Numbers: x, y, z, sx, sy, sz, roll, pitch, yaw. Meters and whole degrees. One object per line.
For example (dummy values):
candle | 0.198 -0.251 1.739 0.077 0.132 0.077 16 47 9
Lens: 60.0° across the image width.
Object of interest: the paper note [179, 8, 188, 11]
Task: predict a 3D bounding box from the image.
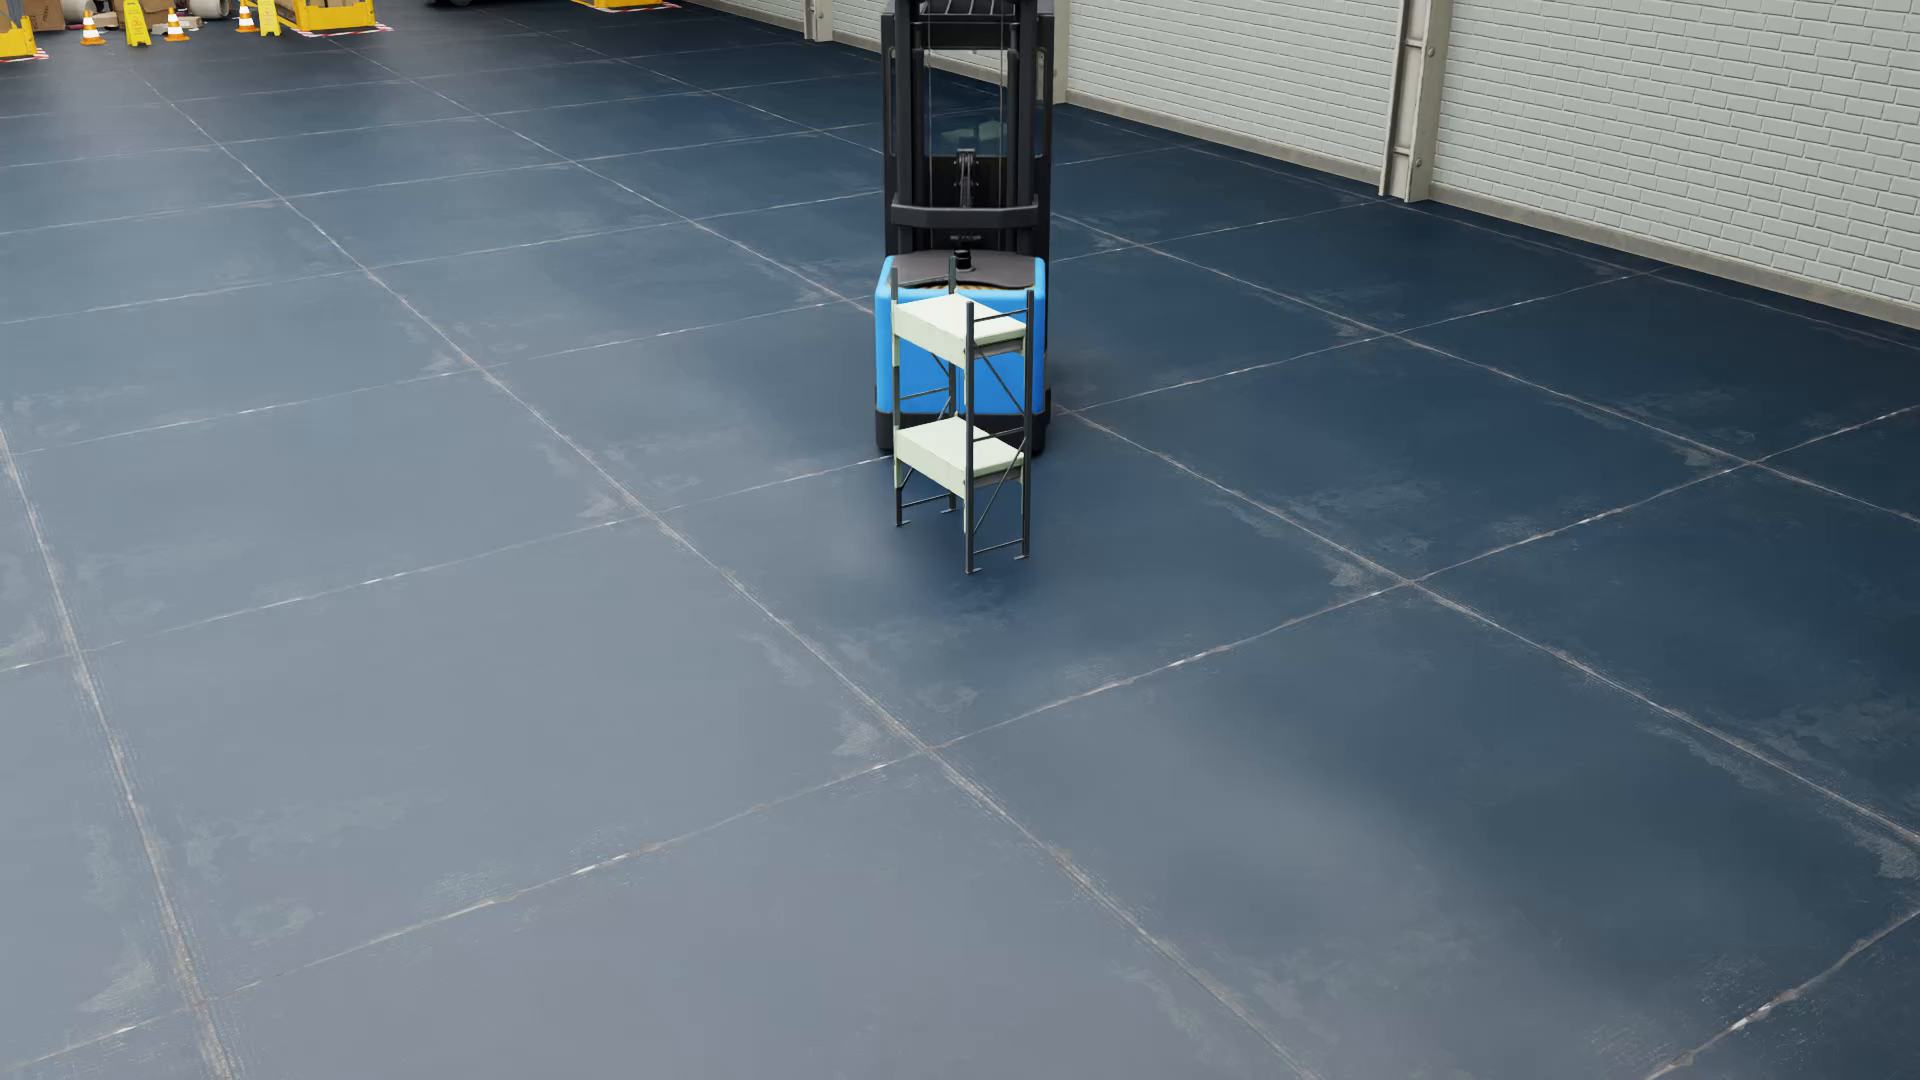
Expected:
paper note | -13.290 -9.075 28.439 0.148 0.019 0.142 -16 29 -30

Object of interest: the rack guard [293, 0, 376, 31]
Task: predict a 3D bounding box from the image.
rack guard | -10.008 -8.471 26.609 1.175 0.500 0.348 -16 29 -30

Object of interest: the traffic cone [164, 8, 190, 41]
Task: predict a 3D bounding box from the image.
traffic cone | -12.027 -7.900 25.443 0.336 0.463 0.334 -16 29 -30

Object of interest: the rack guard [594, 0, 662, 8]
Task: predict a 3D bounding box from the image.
rack guard | -5.797 -9.594 28.987 1.175 0.500 0.348 -16 29 -30

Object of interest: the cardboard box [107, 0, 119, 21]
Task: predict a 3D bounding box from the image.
cardboard box | -13.564 -8.878 27.308 0.797 0.637 0.503 -16 29 -30

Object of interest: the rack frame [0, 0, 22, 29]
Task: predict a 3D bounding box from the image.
rack frame | -14.059 -8.385 23.498 1.000 3.000 0.127 -16 29 -30

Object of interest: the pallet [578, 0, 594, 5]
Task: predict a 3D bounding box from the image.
pallet | -6.262 -9.735 29.625 1.003 0.211 1.213 -16 29 -30

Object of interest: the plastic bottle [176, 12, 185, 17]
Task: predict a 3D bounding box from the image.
plastic bottle | -13.017 -8.778 27.773 0.133 0.061 0.283 -10 27 -21

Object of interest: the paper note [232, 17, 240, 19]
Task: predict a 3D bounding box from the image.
paper note | -11.960 -8.651 27.539 0.148 0.019 0.142 18 31 33

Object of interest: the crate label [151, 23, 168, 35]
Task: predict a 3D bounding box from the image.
crate label | -12.508 -8.020 26.078 0.298 0.136 0.250 12 28 24

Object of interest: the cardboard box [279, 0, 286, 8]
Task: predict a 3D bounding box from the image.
cardboard box | -10.910 -8.935 27.391 0.500 0.250 0.500 -15 29 -29

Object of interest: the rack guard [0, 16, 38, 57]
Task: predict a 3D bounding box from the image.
rack guard | -14.046 -7.246 24.013 1.175 0.500 0.348 -16 29 -30

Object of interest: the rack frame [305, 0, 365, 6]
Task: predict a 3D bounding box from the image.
rack frame | -9.967 -9.575 26.018 1.000 3.000 0.127 -16 29 -30

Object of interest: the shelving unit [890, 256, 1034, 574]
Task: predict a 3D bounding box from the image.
shelving unit | 0.004 -0.676 8.925 0.431 1.500 0.755 -16 29 -30

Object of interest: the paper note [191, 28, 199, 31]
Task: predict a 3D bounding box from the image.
paper note | -12.150 -8.106 26.386 0.142 0.019 0.148 18 31 33

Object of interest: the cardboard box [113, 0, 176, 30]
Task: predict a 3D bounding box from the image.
cardboard box | -13.047 -8.484 26.632 0.637 0.503 0.797 7 26 15

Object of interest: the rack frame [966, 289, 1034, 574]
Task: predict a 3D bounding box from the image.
rack frame | 0.203 -0.545 8.647 0.400 1.500 0.023 -16 29 -30

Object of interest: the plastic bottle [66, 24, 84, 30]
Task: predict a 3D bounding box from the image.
plastic bottle | -14.067 -8.174 26.494 0.133 0.061 0.283 18 31 33

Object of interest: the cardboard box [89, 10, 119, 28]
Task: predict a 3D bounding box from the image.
cardboard box | -13.761 -8.394 26.719 0.396 0.266 0.258 -10 27 -21

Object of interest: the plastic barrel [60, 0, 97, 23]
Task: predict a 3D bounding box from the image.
plastic barrel | -14.338 -8.602 26.976 0.512 0.421 0.421 3 25 6

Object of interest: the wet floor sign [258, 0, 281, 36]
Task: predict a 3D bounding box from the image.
wet floor sign | -10.759 -8.193 25.849 0.267 0.644 0.232 -6 26 -12

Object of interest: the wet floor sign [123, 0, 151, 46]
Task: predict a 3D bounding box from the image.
wet floor sign | -12.384 -7.771 24.956 0.267 0.644 0.232 -22 33 -38

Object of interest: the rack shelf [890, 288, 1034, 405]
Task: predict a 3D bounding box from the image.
rack shelf | 0.004 -1.029 8.758 0.431 0.370 0.720 -16 29 -30

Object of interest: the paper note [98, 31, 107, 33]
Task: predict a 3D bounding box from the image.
paper note | -13.470 -7.983 26.127 0.144 0.017 0.142 -6 26 -12

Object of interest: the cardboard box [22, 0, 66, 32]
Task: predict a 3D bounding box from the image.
cardboard box | -14.535 -8.370 26.392 0.500 0.500 0.500 -10 27 -21

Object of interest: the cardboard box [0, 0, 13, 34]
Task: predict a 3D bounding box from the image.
cardboard box | -14.484 -7.841 24.343 0.875 0.875 0.875 -15 29 -29

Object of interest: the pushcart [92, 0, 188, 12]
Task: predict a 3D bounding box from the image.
pushcart | -14.033 -9.270 28.445 0.936 0.377 1.648 18 31 33

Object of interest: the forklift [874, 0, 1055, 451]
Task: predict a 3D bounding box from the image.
forklift | 0.059 -2.459 11.025 1.130 2.935 3.031 1 25 2

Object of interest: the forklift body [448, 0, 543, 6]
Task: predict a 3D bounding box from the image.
forklift body | -8.374 -10.602 29.189 2.313 2.155 1.214 -16 29 -30

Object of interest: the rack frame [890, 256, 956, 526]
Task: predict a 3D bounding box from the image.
rack frame | -0.196 -0.807 9.202 0.400 1.500 0.023 -16 29 -30

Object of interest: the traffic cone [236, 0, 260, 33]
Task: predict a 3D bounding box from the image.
traffic cone | -11.282 -8.281 26.249 0.336 0.463 0.334 -16 29 -30

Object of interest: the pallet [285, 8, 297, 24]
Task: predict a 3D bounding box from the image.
pallet | -10.422 -8.640 27.304 1.003 0.211 1.213 -16 29 -30

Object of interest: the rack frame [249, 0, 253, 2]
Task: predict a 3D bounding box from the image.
rack frame | -12.150 -11.005 29.049 1.000 3.000 0.127 -16 29 -30

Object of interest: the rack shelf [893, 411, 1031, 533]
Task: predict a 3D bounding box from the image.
rack shelf | 0.004 -0.381 9.064 0.431 0.370 0.720 -16 29 -30

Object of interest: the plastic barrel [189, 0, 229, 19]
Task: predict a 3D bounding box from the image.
plastic barrel | -12.363 -8.795 27.386 0.512 0.421 0.421 3 25 6

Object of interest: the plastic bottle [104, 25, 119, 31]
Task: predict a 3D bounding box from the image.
plastic bottle | -13.500 -8.146 26.434 0.283 0.061 0.133 18 31 33

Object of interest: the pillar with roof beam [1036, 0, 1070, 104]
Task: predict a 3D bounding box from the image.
pillar with roof beam | -2.491 -8.609 16.946 9.100 9.000 0.400 -16 29 -30

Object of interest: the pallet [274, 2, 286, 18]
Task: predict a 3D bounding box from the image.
pallet | -11.084 -9.075 28.227 1.003 0.211 1.213 -16 29 -30

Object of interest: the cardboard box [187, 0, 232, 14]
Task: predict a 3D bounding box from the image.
cardboard box | -12.705 -9.176 28.098 0.500 0.500 0.500 3 25 6

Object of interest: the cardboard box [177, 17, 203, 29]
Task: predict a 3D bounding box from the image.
cardboard box | -12.374 -8.283 26.622 0.380 0.149 0.250 -1 25 -3

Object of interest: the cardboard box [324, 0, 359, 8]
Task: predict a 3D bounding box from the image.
cardboard box | -10.175 -8.874 27.263 0.500 0.250 0.500 -16 30 -30

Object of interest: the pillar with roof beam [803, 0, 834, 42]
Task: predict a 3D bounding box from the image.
pillar with roof beam | -5.766 -10.755 21.492 9.100 9.000 0.400 -16 29 -30

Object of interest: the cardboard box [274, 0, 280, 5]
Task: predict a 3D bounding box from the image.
cardboard box | -11.200 -9.120 27.785 0.500 0.250 0.500 -17 30 -31

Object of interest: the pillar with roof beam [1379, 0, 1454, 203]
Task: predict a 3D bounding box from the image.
pillar with roof beam | 0.784 -6.463 12.400 9.100 9.000 0.400 -16 29 -30

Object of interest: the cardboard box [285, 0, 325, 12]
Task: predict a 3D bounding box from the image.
cardboard box | -10.646 -8.756 27.013 0.500 0.250 0.500 -16 29 -30

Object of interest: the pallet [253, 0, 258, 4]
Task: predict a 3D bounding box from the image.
pallet | -11.754 -9.512 29.153 1.003 0.211 1.213 -16 29 -30

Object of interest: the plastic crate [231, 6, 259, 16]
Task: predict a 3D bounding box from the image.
plastic crate | -11.980 -8.932 28.078 0.583 0.080 0.402 18 31 33

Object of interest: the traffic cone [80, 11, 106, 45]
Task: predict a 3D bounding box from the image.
traffic cone | -13.159 -7.759 25.143 0.336 0.463 0.334 -16 29 -30
